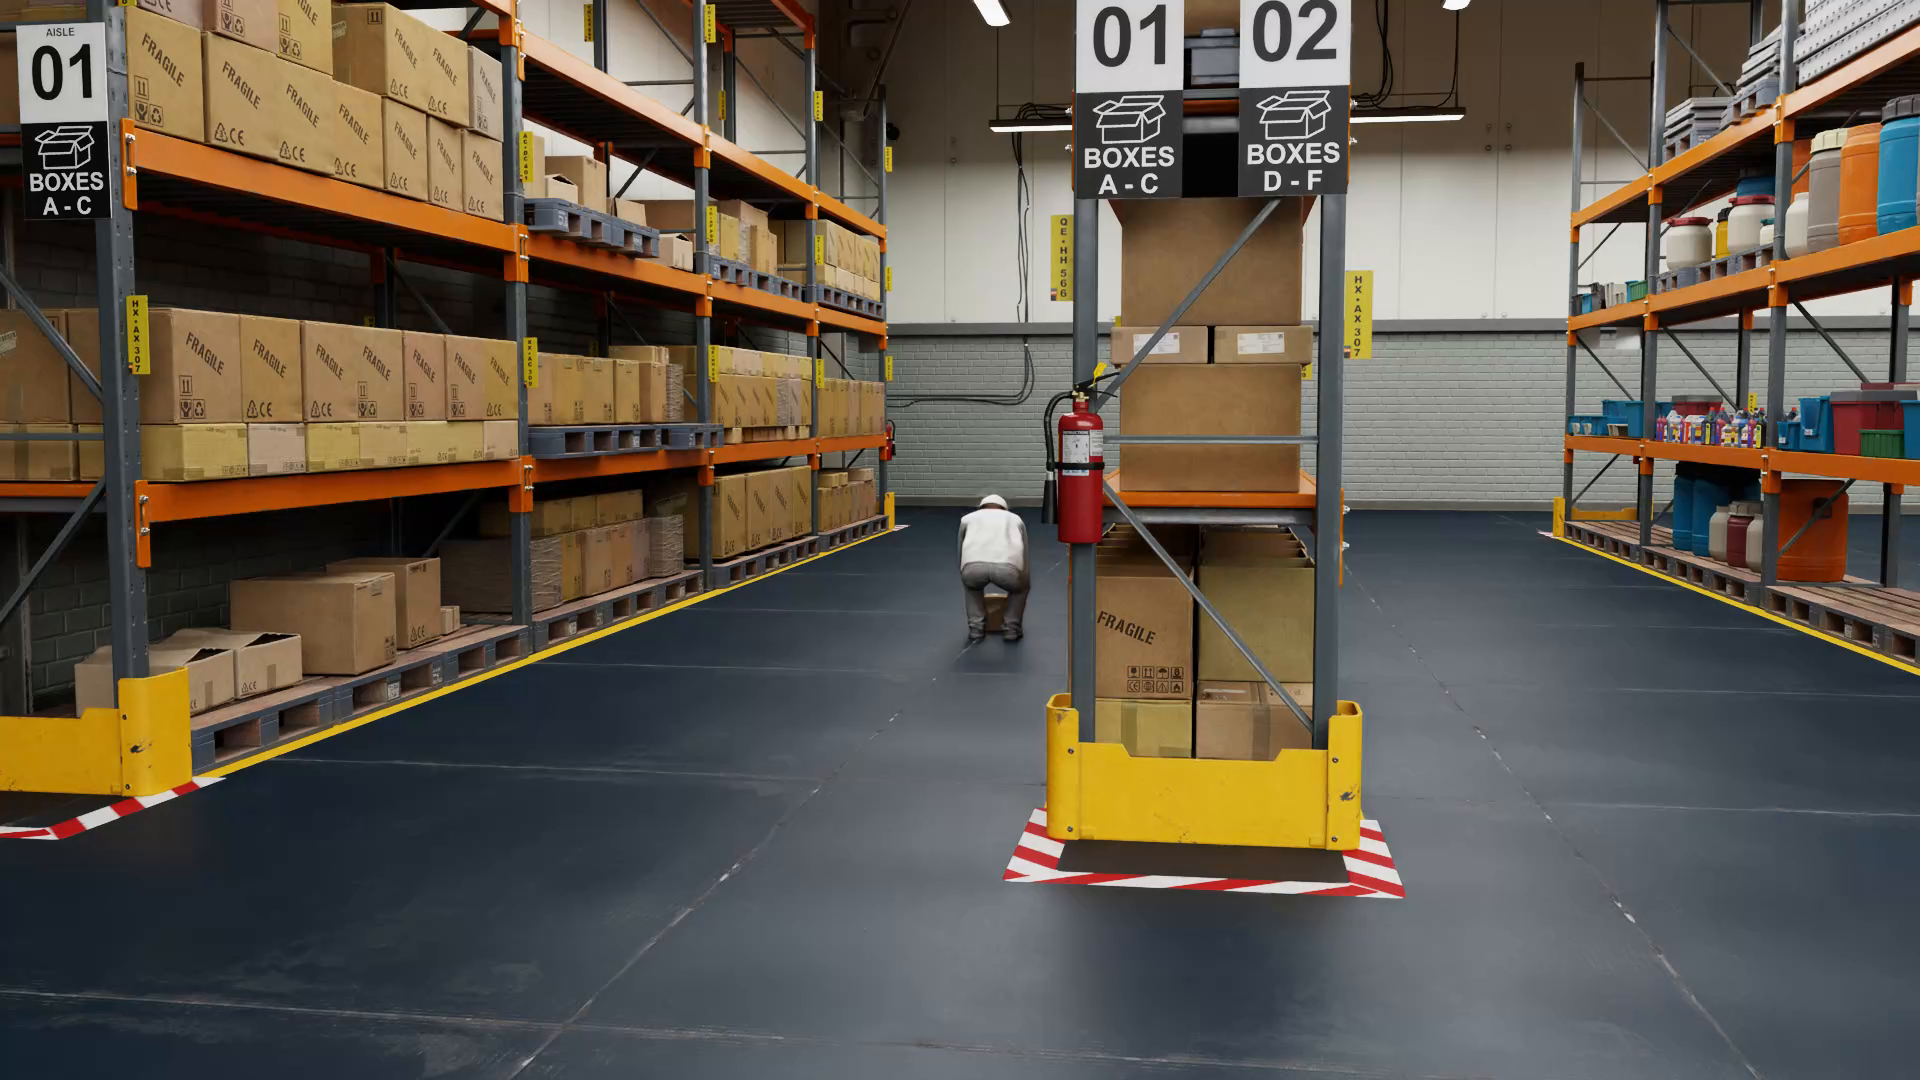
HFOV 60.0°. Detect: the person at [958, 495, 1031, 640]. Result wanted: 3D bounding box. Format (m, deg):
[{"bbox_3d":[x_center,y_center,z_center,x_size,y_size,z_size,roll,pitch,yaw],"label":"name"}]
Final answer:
[{"bbox_3d":[0.232,0.192,12.019,0.547,1.000,0.900,1,4,9],"label":"person"}]
